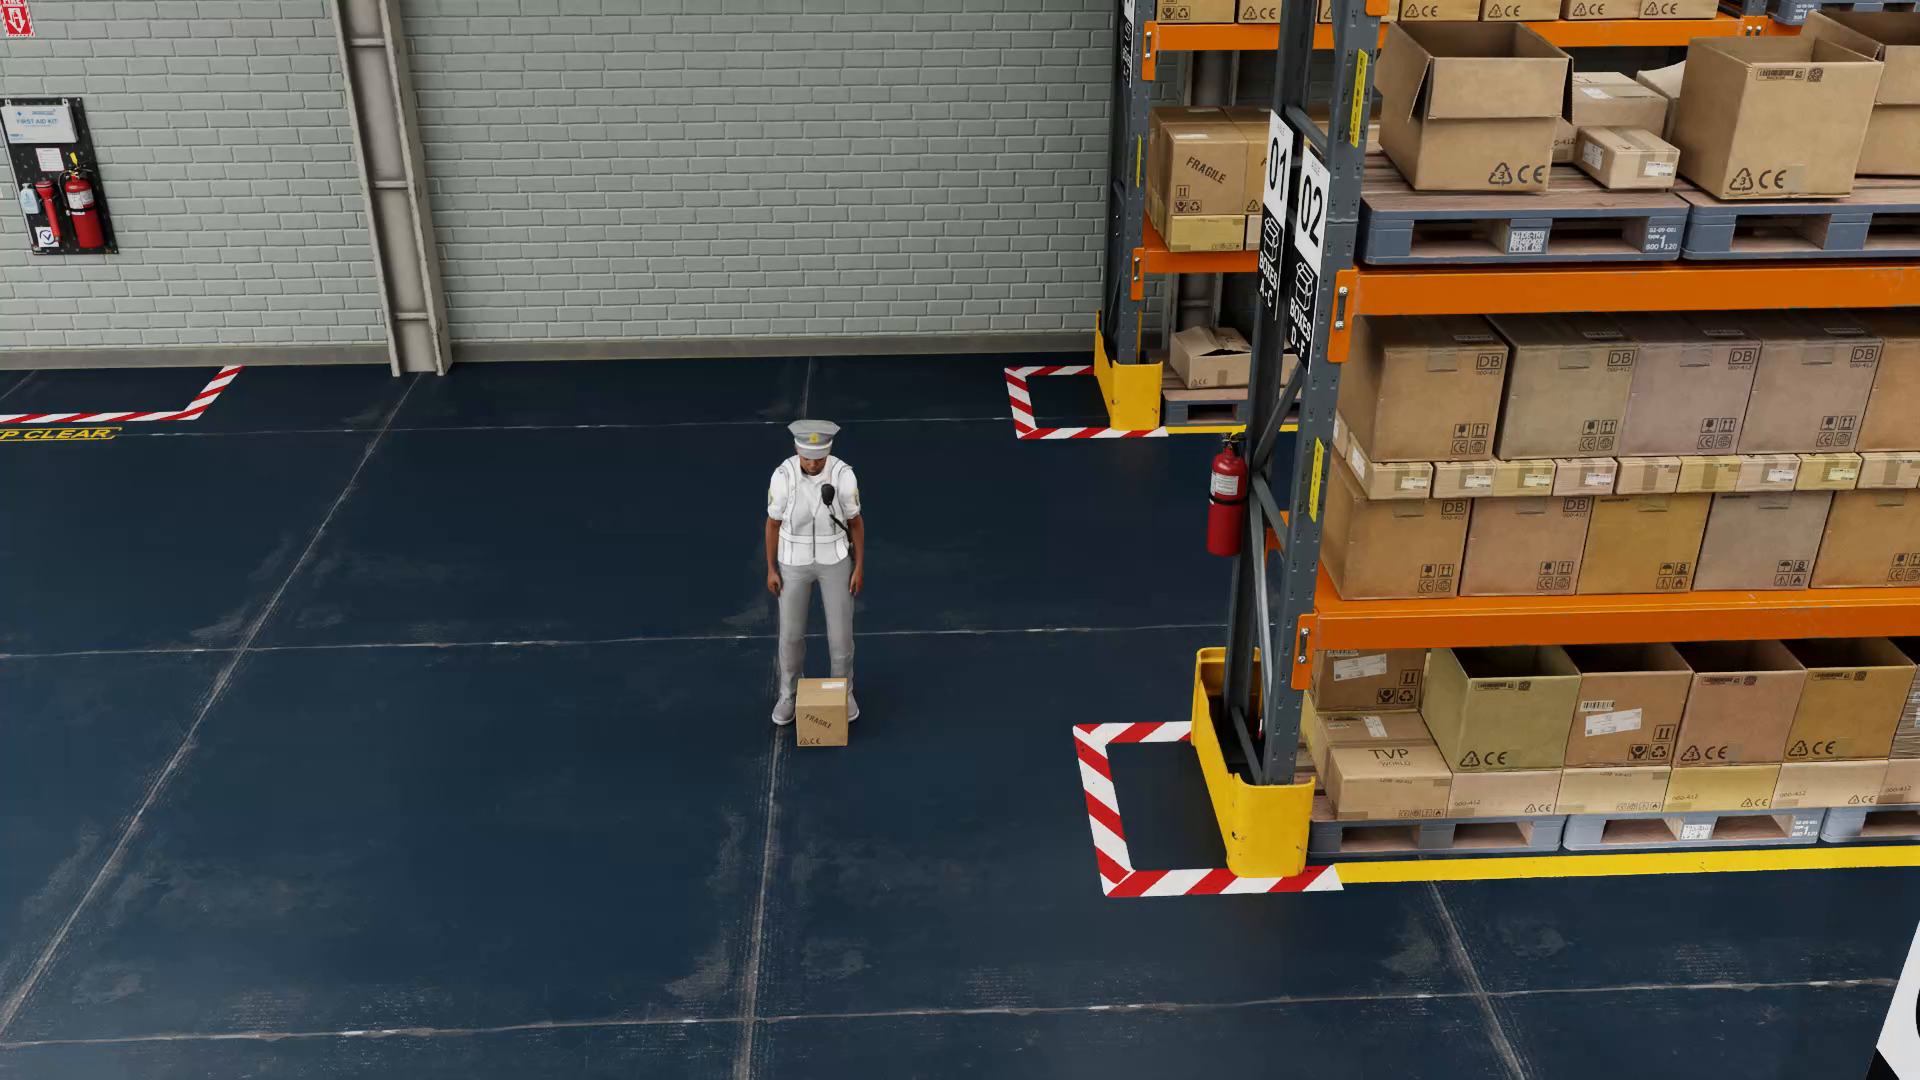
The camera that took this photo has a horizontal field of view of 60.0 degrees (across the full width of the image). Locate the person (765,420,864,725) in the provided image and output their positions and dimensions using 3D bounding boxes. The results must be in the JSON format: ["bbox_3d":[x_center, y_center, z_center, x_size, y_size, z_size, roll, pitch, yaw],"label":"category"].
[{"bbox_3d":[-0.729,0.144,8.348,0.504,1.657,0.396,-1,28,-2],"label":"person"}]
